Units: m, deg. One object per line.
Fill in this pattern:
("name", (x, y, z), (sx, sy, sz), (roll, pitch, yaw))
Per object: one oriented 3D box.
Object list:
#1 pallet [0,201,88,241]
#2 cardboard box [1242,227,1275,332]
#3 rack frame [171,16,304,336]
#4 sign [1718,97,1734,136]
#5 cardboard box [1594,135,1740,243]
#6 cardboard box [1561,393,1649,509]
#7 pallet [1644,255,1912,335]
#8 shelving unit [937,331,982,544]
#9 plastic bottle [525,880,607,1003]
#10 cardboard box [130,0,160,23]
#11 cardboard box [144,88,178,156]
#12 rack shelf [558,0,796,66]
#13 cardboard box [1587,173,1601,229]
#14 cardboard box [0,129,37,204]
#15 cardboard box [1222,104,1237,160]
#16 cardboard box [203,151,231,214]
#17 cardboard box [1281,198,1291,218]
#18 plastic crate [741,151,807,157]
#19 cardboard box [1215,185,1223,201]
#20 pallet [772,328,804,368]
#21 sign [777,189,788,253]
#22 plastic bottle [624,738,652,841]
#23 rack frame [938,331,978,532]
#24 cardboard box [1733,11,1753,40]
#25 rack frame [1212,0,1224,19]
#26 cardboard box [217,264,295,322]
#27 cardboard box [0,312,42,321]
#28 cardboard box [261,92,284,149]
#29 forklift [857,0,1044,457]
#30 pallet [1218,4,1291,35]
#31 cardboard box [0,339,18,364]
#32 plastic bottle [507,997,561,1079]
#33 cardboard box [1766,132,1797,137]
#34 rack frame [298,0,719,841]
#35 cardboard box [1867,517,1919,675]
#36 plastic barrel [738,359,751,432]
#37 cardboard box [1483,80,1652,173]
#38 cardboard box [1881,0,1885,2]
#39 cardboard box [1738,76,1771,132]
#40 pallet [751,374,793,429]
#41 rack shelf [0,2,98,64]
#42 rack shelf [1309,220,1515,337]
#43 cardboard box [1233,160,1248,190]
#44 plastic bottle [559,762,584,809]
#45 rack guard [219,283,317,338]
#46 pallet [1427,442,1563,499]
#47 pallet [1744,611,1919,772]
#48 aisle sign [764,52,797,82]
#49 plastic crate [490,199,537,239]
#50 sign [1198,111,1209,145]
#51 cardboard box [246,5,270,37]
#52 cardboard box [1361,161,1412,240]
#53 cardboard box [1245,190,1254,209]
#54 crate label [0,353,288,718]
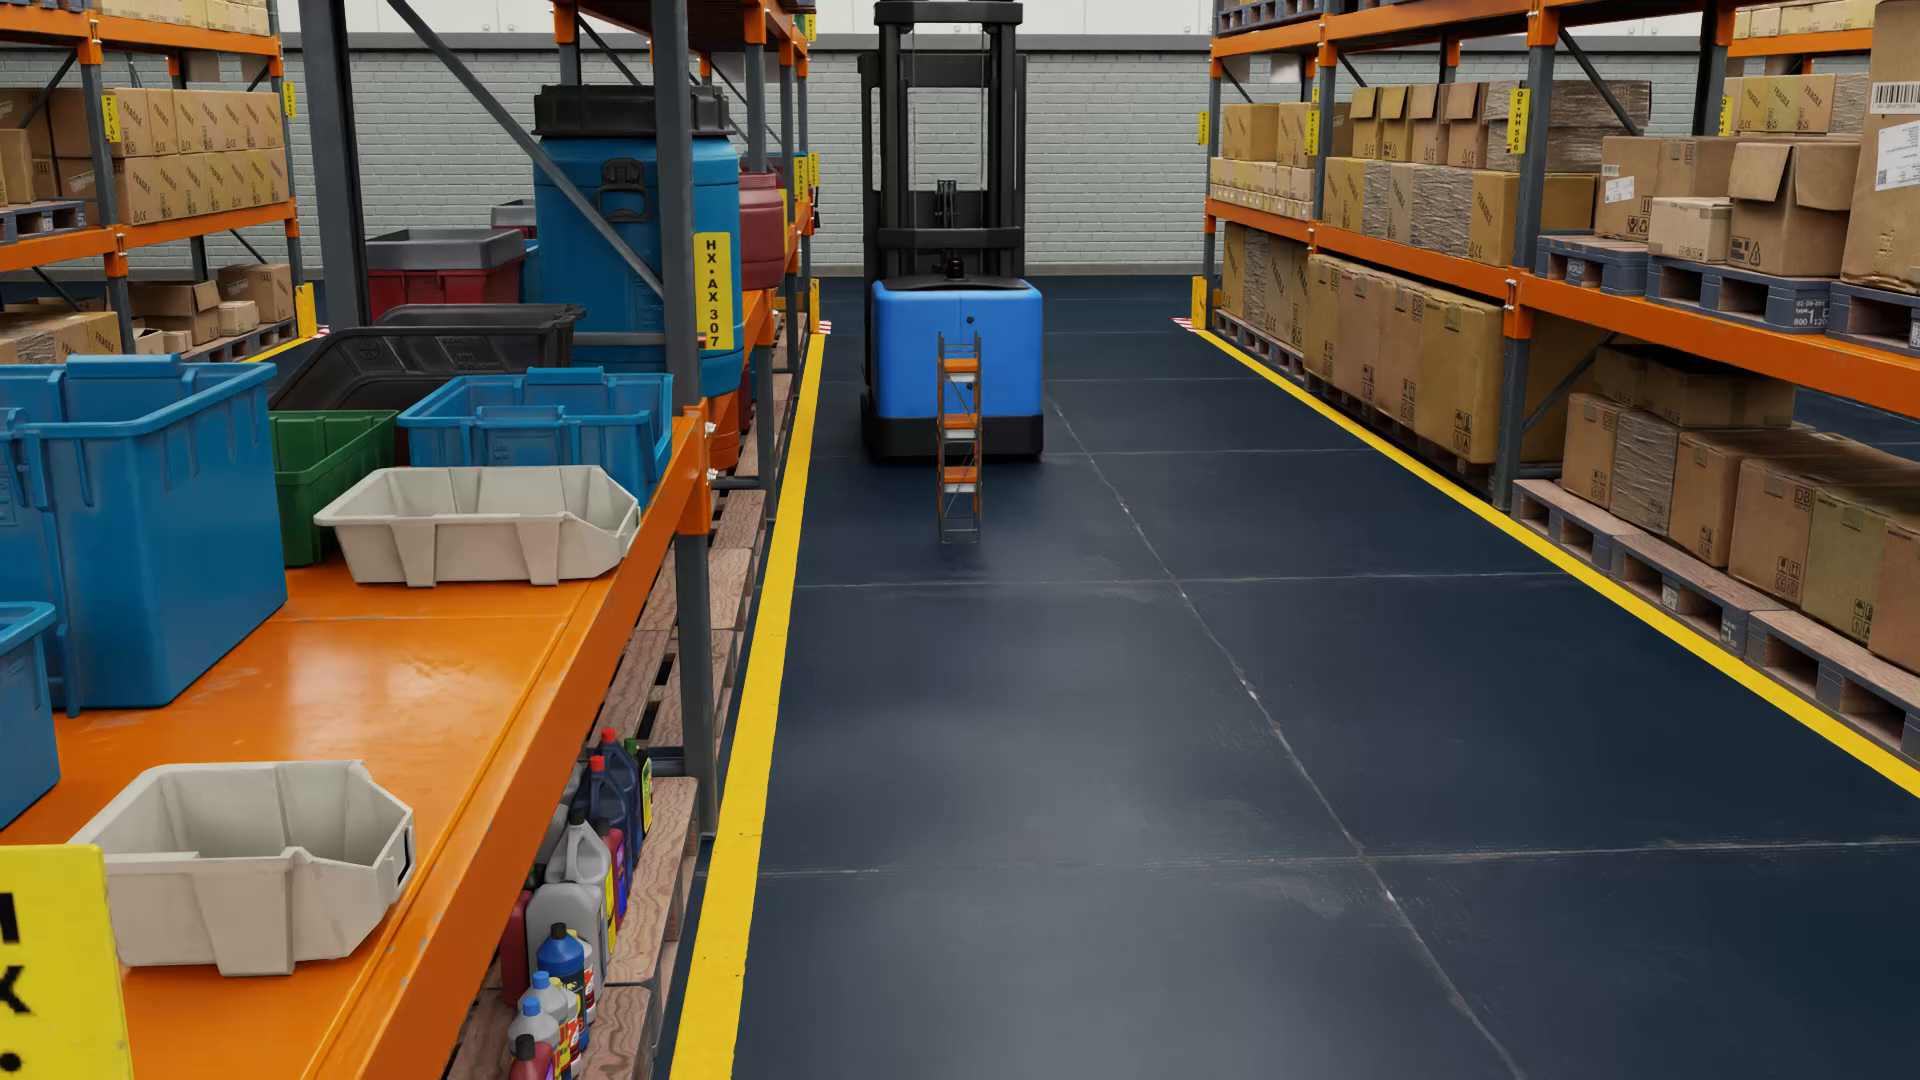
("pallet", (-6.738, -2.177, 11.351), (1.003, 0.211, 1.213), (-1, 14, -3))
("cardboard box", (3.137, -2.407, 15.282), (0.875, 0.875, 0.875), (-1, 14, -3))
("rack frame", (-6.927, -3.465, 15.973), (1.000, 3.000, 0.127), (-1, 14, -3))
("sign", (3.998, -2.160, 8.738), (0.100, 0.325, 0.005), (-1, 14, -3))
("cardboard box", (3.530, -1.745, 8.246), (0.500, 0.500, 0.500), (-3, 15, -10))
("cardboard box", (3.518, -0.463, 8.441), (0.700, 0.500, 0.500), (-2, 15, -6))
("pallet", (3.620, -1.043, 6.944), (1.003, 0.211, 1.213), (-1, 14, -3))
("shelving unit", (-0.003, -0.522, 8.447), (0.215, 1.050, 0.252), (-1, 14, -3))
("plastic bottle", (-0.874, 0.874, 3.691), (0.152, 0.276, 0.135), (-1, 14, -2))
("cardboard box", (-6.489, -4.099, 12.720), (0.500, 0.250, 0.500), (-1, 14, -3))
("cardboard box", (-6.460, -3.252, 12.940), (0.500, 0.500, 0.500), (-1, 14, -5))
("rack shelf", (-1.611, -3.152, 10.182), (1.077, 0.370, 4.000), (-1, 14, -3))
("cardboard box", (3.698, -1.801, 9.304), (0.500, 0.500, 0.500), (0, 14, -2))
("cardboard box", (-6.873, -2.600, 11.570), (0.700, 0.500, 0.500), (-6, 16, -22))
("cardboard box", (2.752, -3.803, 15.488), (0.500, 0.500, 0.500), (-1, 14, -5))
("cardboard box", (-6.535, -3.028, 14.073), (0.500, 0.500, 0.500), (-1, 14, -4))
("cardboard box", (2.831, -2.699, 13.500), (0.380, 0.149, 0.250), (-1, 14, -4))
("plastic crate", (-1.775, -3.506, 15.942), (0.616, 0.435, 0.499), (-1, 14, -3))
("cardboard box", (2.671, -3.338, 15.984), (0.380, 0.149, 0.250), (-1, 14, -4))
("pallet", (-1.898, -1.681, 14.638), (1.003, 0.211, 1.213), (-1, 14, -3))
("sign", (-0.938, -1.640, 8.553), (0.100, 0.325, 0.005), (-1, 14, -3))
("plastic bottle", (-0.880, 0.661, 4.505), (0.061, 0.283, 0.133), (0, 14, -1))
("rack frame", (-0.011, -0.552, 8.565), (0.200, 1.050, 0.008), (-1, 14, -3))
("cardboard box", (7.690, -4.933, 15.959), (0.500, 0.250, 0.500), (0, 14, -1))
("rack frame", (2.961, -6.522, 15.816), (1.000, 3.000, 0.127), (-1, 14, -3))
("cardboard box", (-6.647, -2.336, 15.718), (0.500, 0.500, 0.500), (-1, 14, -3))
("cardboard box", (-6.892, -1.348, 11.881), (0.500, 0.500, 0.500), (-2, 15, -6))
("cardboard box", (-6.625, -3.891, 15.422), (0.500, 0.500, 0.500), (-1, 14, -4))
("forklift", (-0.130, -2.249, 11.387), (1.130, 2.935, 3.031), (-1, 14, -5))
("pallet", (3.017, -4.842, 15.484), (1.003, 0.211, 1.213), (-1, 14, -3))
("cardboard box", (-6.276, -0.980, 10.449), (0.500, 0.500, 0.500), (-1, 14, -5))
("plastic bottle", (-0.814, 1.006, 3.188), (0.097, 0.271, 0.097), (0, 14, 0))
("cardboard box", (7.746, -3.490, 15.273), (0.500, 0.500, 0.500), (-1, 14, -3))
("rack frame", (-1.239, -0.556, 4.667), (1.000, 3.000, 0.127), (-1, 14, -3))
("cardboard box", (3.688, 0.212, 5.816), (0.700, 0.500, 0.500), (-2, 15, -8))
("plastic barrel", (-1.604, -0.988, 10.345), (0.600, 0.588, 0.708), (-1, 14, -3))
("cardboard box", (3.427, -2.343, 9.401), (0.797, 0.503, 0.637), (0, 14, -2))
("cardboard box", (7.846, -4.296, 13.483), (0.500, 0.250, 0.500), (-1, 14, -4))
("cardboard box", (7.718, -4.104, 15.652), (0.500, 0.500, 0.500), (0, 14, -2))
("pallet", (-1.729, -1.002, 11.999), (1.003, 0.211, 1.213), (-1, 14, -3))
("rack shelf", (-6.555, -3.077, 9.889), (1.077, 0.370, 4.000), (-1, 14, -3))
("rack shelf", (3.333, -1.776, 10.853), (1.077, 0.370, 4.000), (-1, 14, -3))
("cardboard box", (2.787, -3.310, 15.077), (0.500, 0.250, 0.500), (-1, 14, -5))
("plastic bottle", (-1.055, 0.672, 4.328), (0.144, 0.351, 0.185), (-1, 14, -3))
("rack guard", (-6.922, -2.235, 16.211), (1.175, 0.500, 0.348), (-1, 14, -3))
("pallet", (3.483, -0.474, 9.945), (1.003, 0.211, 1.213), (-1, 14, -3))
("pallet", (3.655, 0.525, 6.064), (1.003, 0.211, 1.213), (-1, 14, -3))
("aisle sign", (-1.695, -4.822, 16.029), (0.394, 0.787, 0.004), (-1, 14, -3))
("plastic crate", (-1.692, -1.175, 6.945), (0.402, 0.464, 0.583), (-1, 14, -3))
("sign", (2.407, -4.067, 16.418), (0.100, 0.325, 0.005), (-1, 14, -3))
("cardboard box", (-6.632, -4.721, 15.137), (0.500, 0.250, 0.500), (-1, 14, -3))
("cardboard box", (3.050, -2.303, 11.255), (0.500, 0.500, 0.500), (-1, 14, -5))
("cardboard box", (2.750, -3.019, 14.745), (0.380, 0.149, 0.250), (-1, 14, -5))
("crate label", (-1.375, -0.032, 2.559), (0.502, 0.435, 0.616), (-1, 14, -3))
